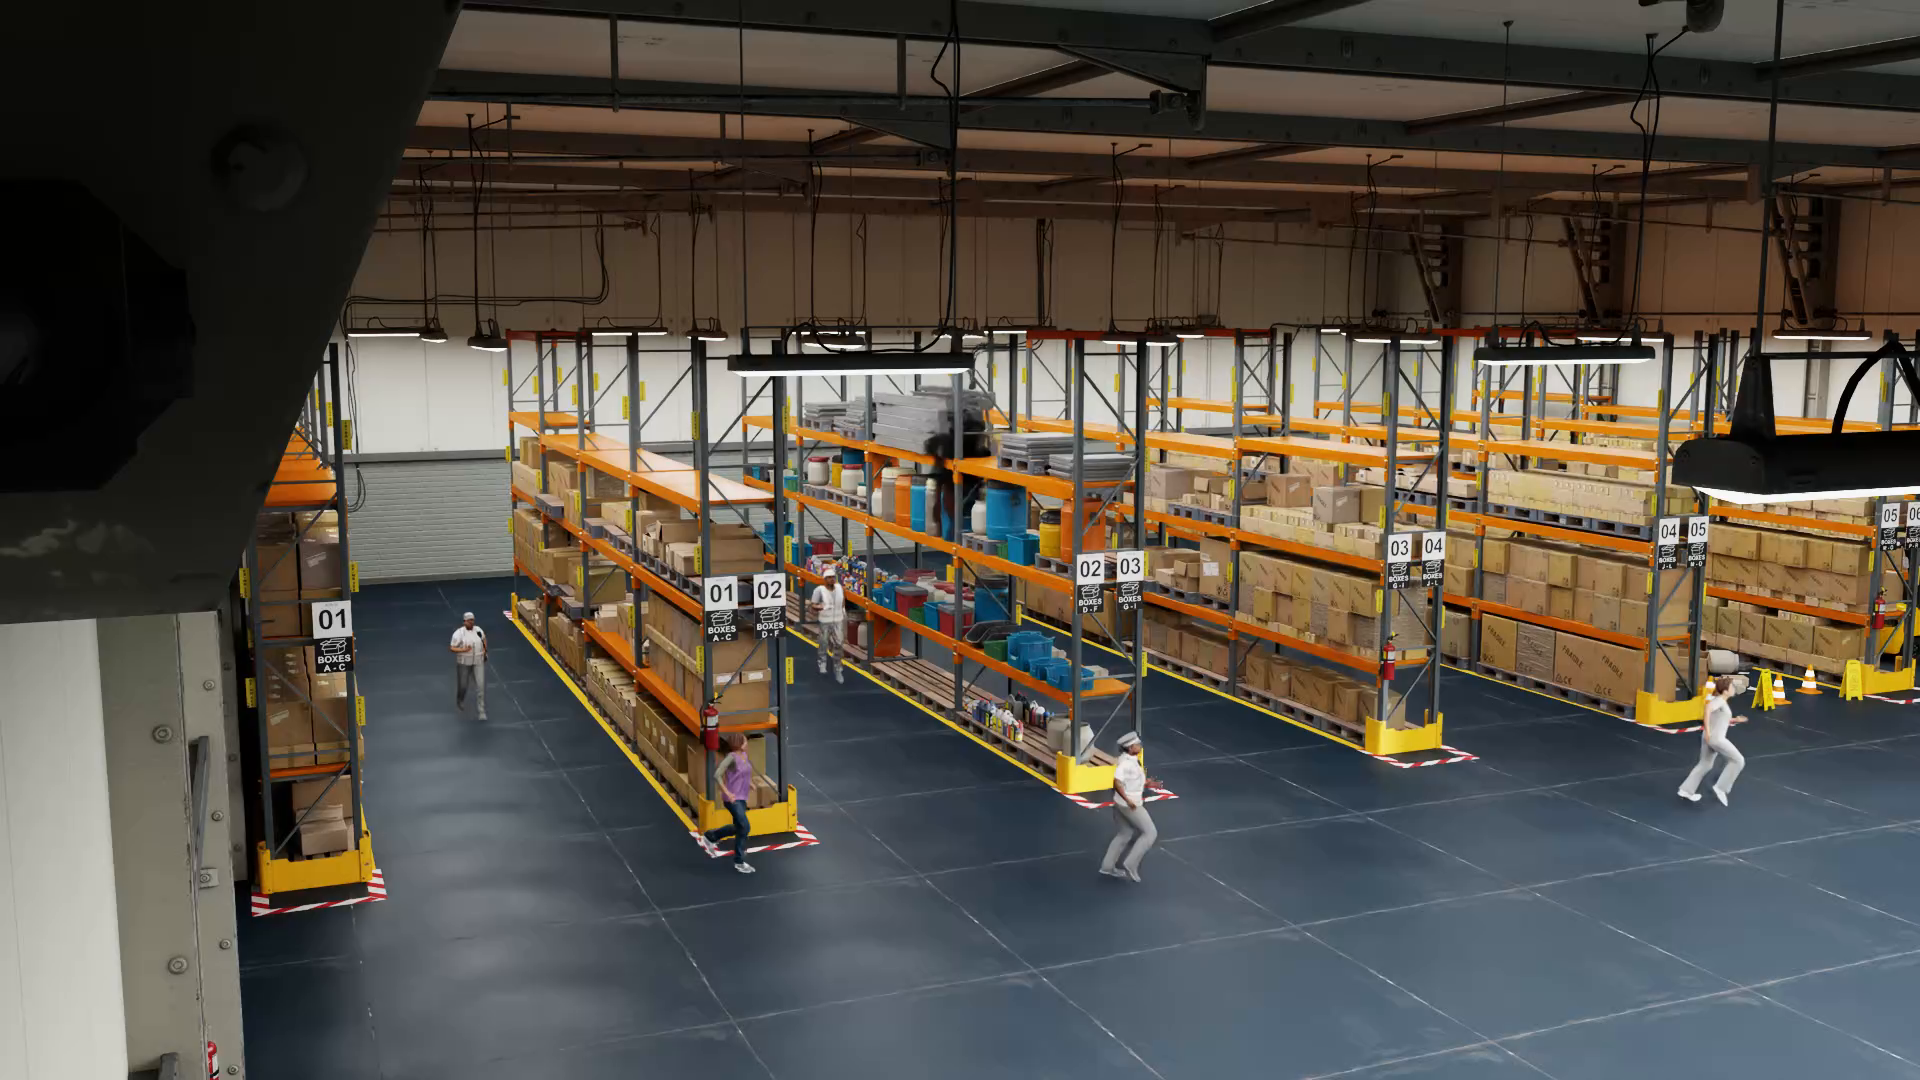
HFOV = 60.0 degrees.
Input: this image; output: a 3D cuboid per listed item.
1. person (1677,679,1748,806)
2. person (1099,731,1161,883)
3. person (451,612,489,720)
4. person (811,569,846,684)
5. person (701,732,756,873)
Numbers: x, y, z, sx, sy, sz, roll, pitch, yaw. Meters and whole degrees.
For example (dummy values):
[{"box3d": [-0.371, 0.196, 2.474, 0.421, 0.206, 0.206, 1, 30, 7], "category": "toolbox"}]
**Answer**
[{"box3d": [9.711, 2.603, 21.425, 0.804, 1.660, 0.589, 2, 8, 14], "category": "person"}, {"box3d": [1.923, 2.983, 18.628, 0.686, 1.713, 0.549, -1, 8, -5], "category": "person"}, {"box3d": [-7.689, 1.946, 26.134, 0.607, 1.651, 0.931, -4, 9, -29], "category": "person"}, {"box3d": [-2.157, 1.428, 27.684, 0.686, 1.914, 0.752, -3, 8, -23], "category": "person"}, {"box3d": [-2.630, 2.996, 19.131, 0.722, 1.549, 0.590, 3, 8, 18], "category": "person"}]
